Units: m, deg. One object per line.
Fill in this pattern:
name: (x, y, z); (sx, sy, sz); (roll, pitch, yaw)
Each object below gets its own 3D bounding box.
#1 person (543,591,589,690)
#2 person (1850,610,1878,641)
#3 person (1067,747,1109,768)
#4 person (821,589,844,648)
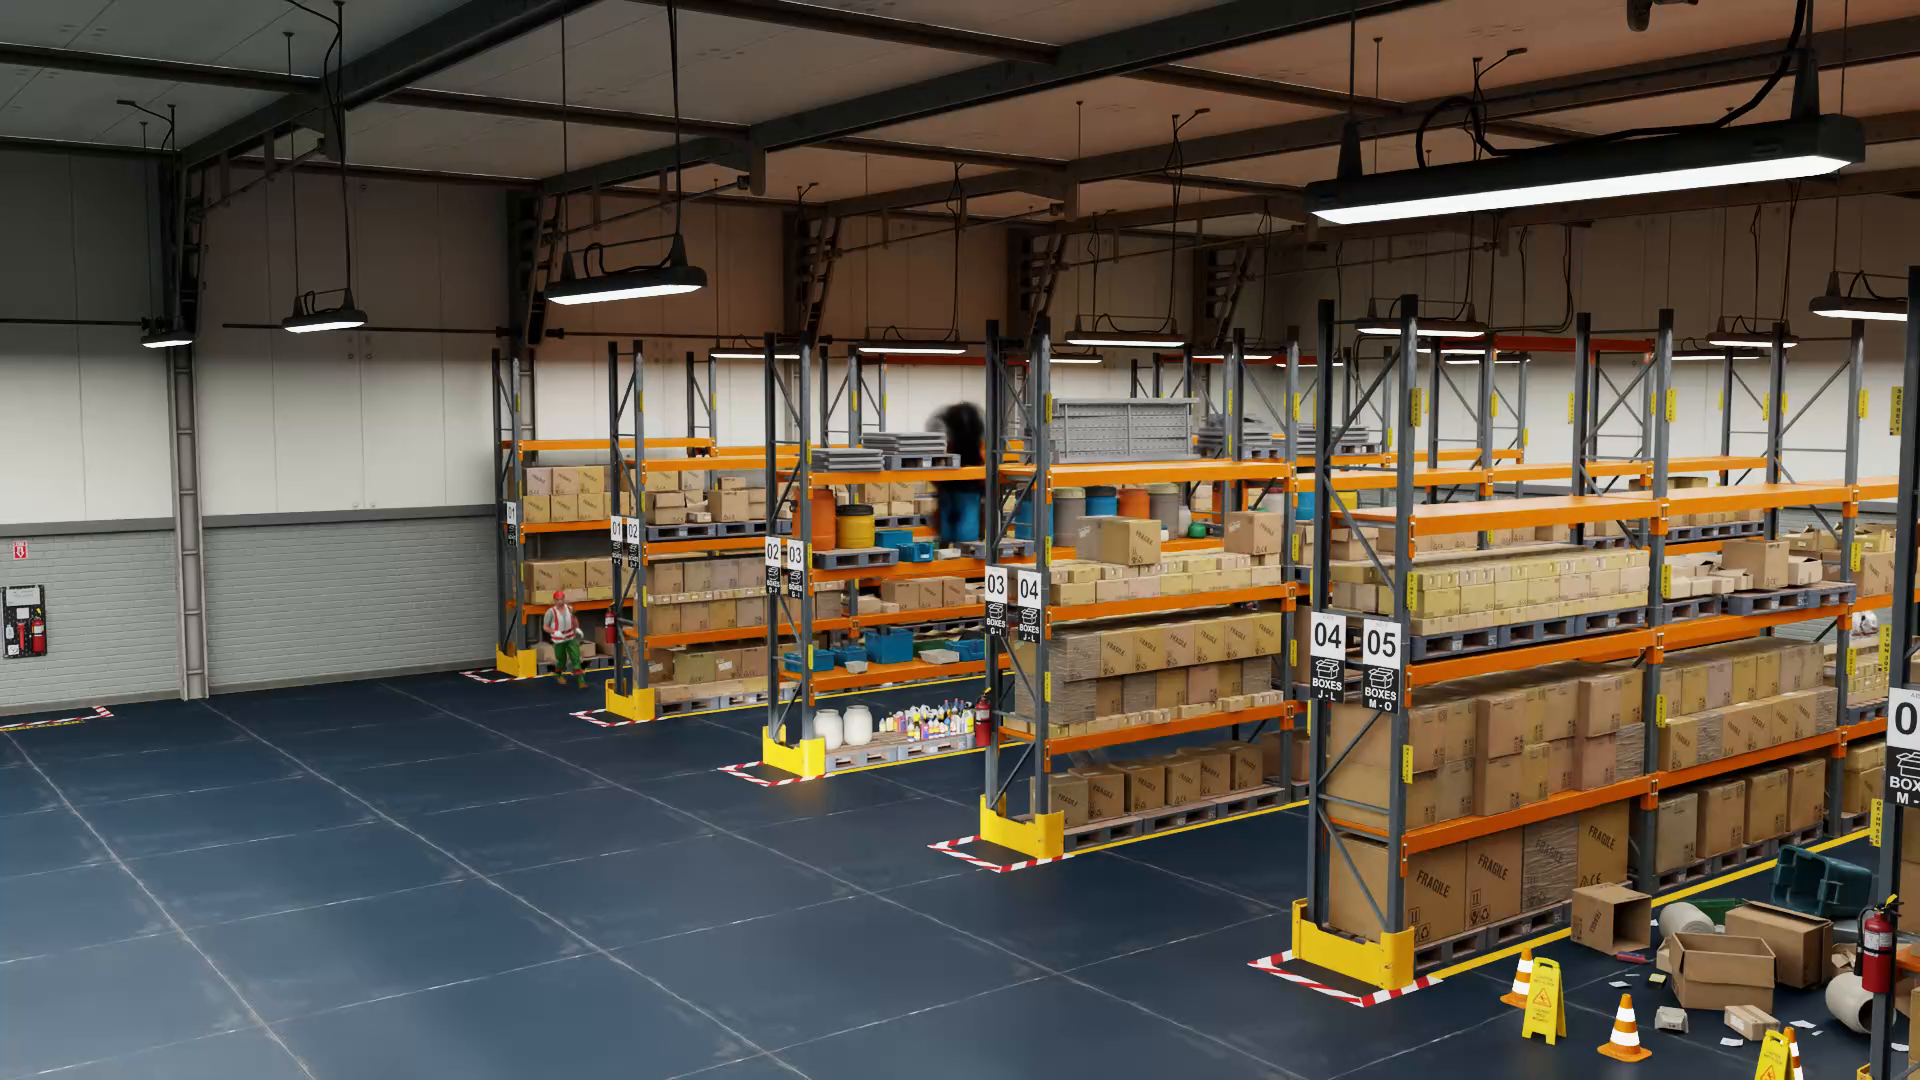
person: (-6.849, 1.725, 28.788); (0.720, 1.728, 1.079); (-4, 6, -36)
person: (15.772, 1.776, 29.135); (0.874, 1.646, 0.625); (-3, 6, -27)
person: (1.683, 2.378, 22.171); (0.881, 1.706, 0.632); (-3, 6, -33)
person: (-2.383, 1.562, 31.635); (0.544, 1.631, 0.579); (-3, 6, -31)
